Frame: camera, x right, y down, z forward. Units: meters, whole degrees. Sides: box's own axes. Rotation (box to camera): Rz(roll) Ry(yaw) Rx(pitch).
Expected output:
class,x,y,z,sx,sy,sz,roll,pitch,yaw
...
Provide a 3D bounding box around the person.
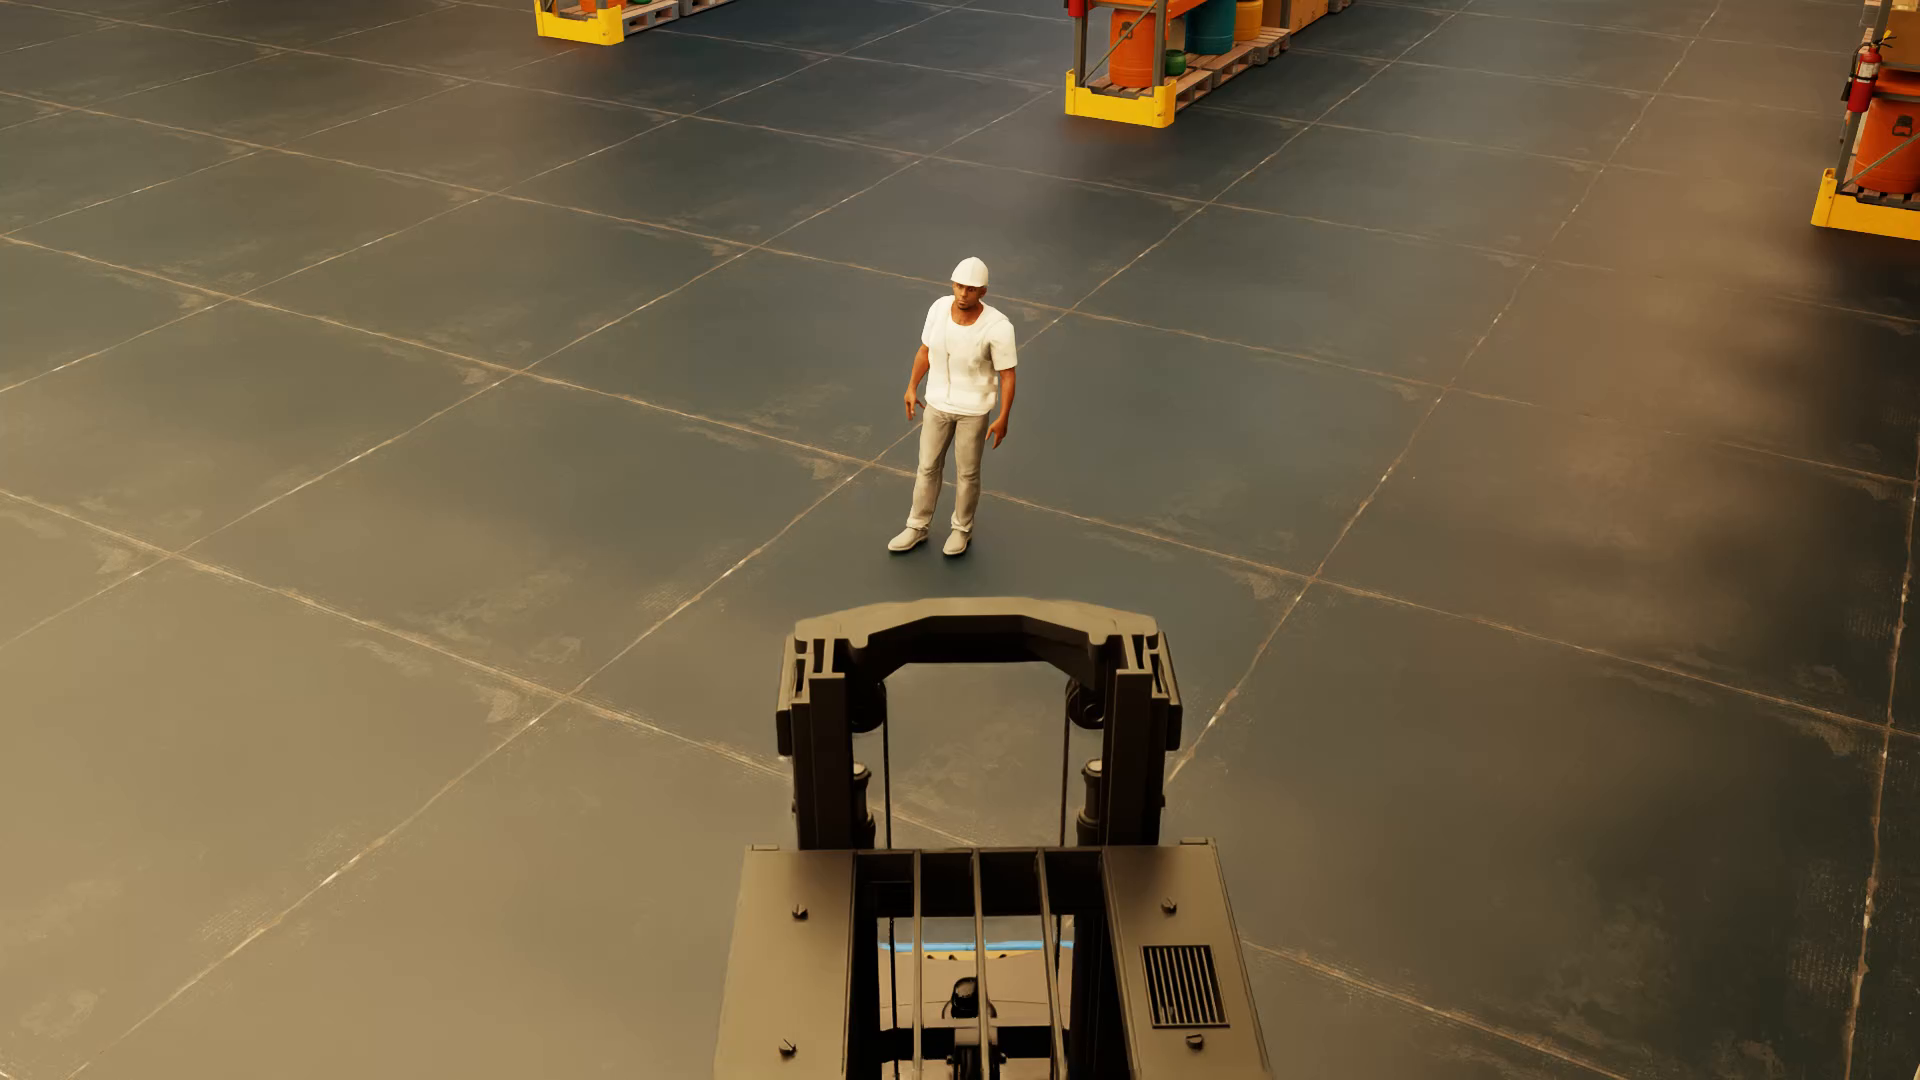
class,x,y,z,sx,sy,sz,roll,pitch,yaw
person,-0.039,-0.743,9.508,0.665,1.765,0.577,15,33,25

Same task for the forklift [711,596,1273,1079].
class,x,y,z,sx,sy,sz,roll,pitch,yaw
forklift,0.054,1.733,4.068,1.130,2.935,3.031,-1,30,-1
